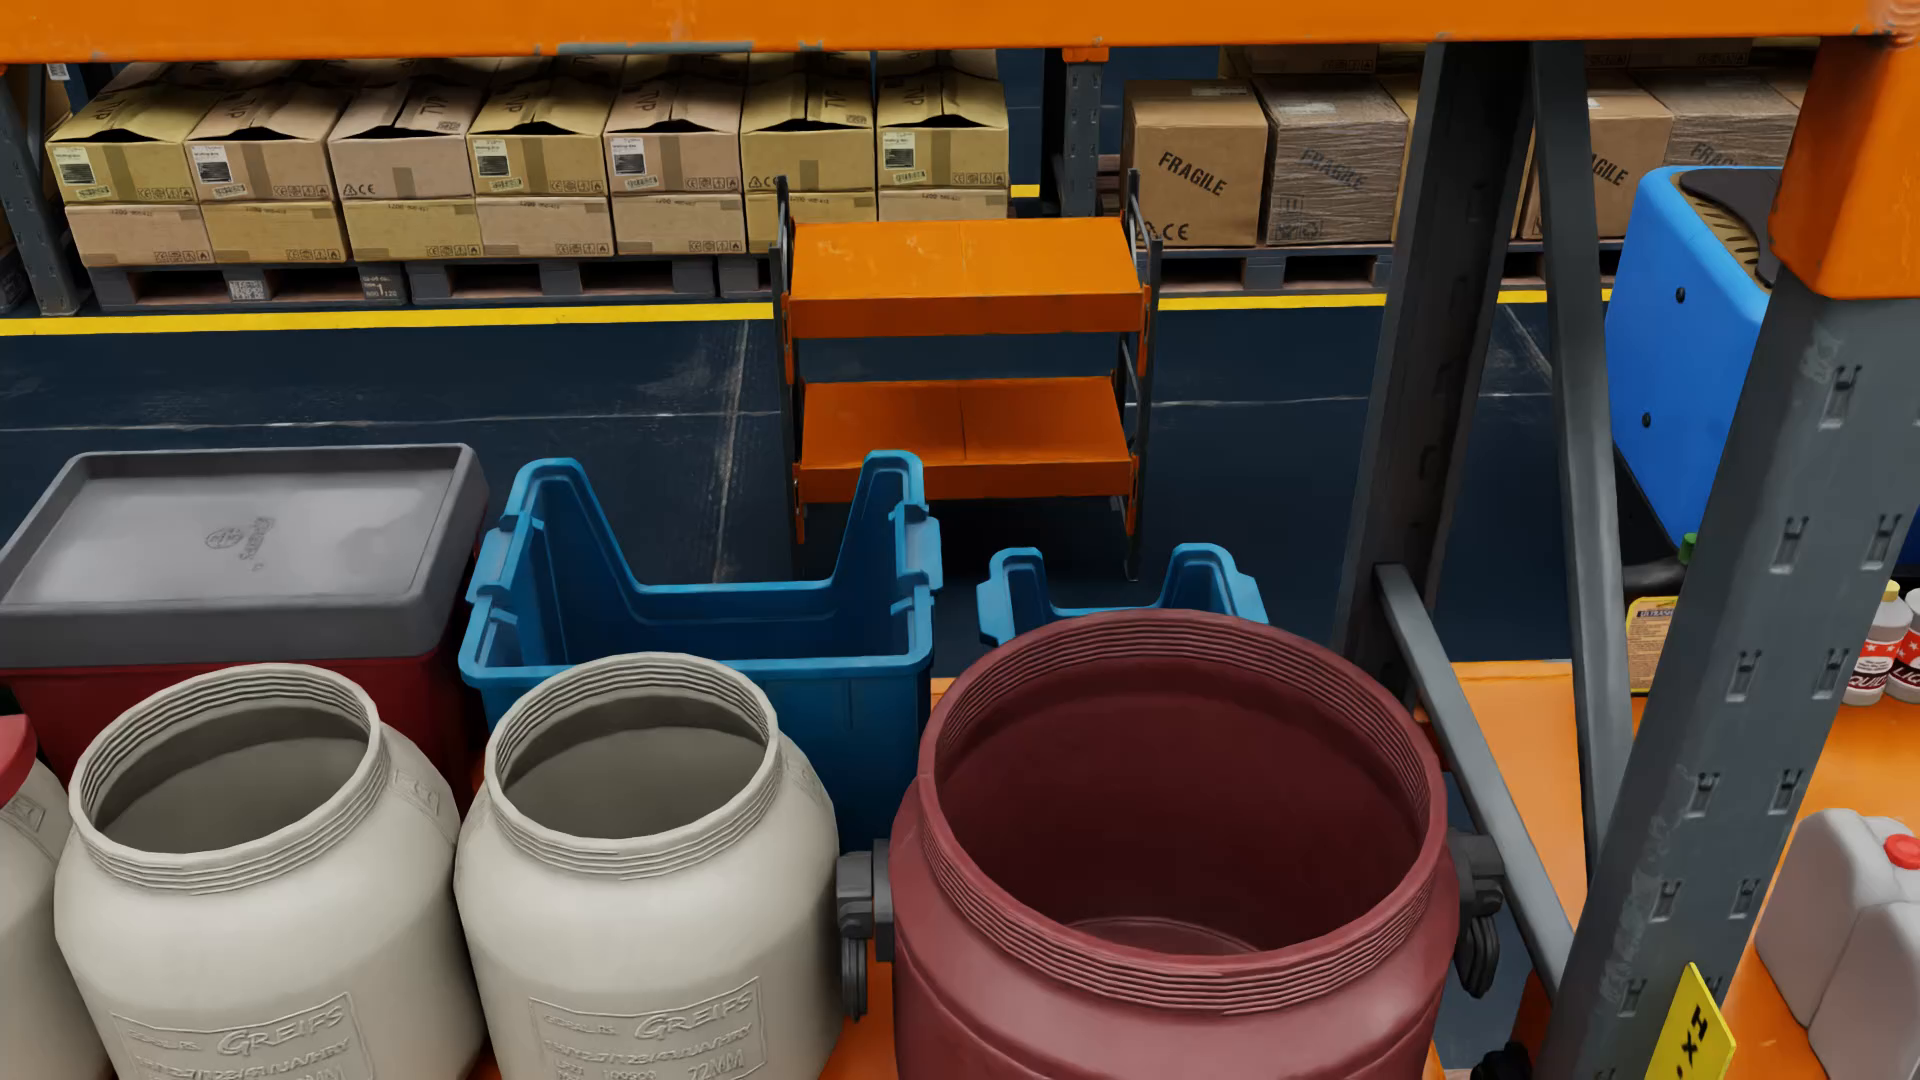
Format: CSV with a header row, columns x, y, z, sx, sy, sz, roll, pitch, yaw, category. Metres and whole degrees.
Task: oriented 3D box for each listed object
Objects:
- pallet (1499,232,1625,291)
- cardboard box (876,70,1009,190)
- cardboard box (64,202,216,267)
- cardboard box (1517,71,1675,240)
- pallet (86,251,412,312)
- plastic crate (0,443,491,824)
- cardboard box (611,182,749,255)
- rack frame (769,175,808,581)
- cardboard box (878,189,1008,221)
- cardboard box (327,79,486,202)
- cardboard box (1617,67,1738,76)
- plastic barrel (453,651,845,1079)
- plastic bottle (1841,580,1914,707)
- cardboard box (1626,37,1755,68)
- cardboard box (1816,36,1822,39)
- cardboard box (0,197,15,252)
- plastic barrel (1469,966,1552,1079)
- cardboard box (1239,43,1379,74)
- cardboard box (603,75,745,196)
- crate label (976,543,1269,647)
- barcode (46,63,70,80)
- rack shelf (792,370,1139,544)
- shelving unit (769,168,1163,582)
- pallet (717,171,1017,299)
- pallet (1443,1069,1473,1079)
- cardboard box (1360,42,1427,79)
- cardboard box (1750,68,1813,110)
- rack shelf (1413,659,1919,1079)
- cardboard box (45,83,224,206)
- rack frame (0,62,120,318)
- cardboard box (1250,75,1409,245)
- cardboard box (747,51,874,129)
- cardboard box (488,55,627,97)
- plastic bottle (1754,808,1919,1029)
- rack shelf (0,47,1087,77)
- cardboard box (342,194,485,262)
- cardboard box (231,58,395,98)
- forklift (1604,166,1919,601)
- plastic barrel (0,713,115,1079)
x,y,z,sx,sy,sz,roll,pitch,yaw,category
2.405,-1.378,7.056,1.213,0.211,1.003,-2,35,-2,pallet
-0.070,-1.613,6.500,0.500,0.311,0.500,-1,35,-1,cardboard box
-3.139,-1.299,6.538,0.500,0.250,0.500,-2,35,-3,cardboard box
2.455,-1.543,6.653,0.500,0.500,0.500,-3,35,-4,cardboard box
-2.820,-1.282,6.917,1.213,0.211,1.003,-2,35,-2,pallet
-0.956,0.164,2.321,0.583,0.464,0.402,-2,35,-2,plastic crate
-1.090,-1.356,6.621,0.500,0.250,0.500,-1,35,-1,cardboard box
-0.501,-0.449,4.910,0.032,1.125,0.500,-2,35,-2,rack frame
-0.073,-1.384,6.661,0.500,0.250,0.500,-1,35,-1,cardboard box
-2.112,-1.554,6.414,0.500,0.311,0.500,-3,35,-4,cardboard box
2.910,-1.851,7.099,0.500,0.500,0.500,-1,35,-2,cardboard box
-0.345,0.424,1.903,0.421,0.512,0.421,0,35,0,plastic barrel
1.403,0.150,2.571,0.097,0.201,0.097,0,35,0,plastic bottle
2.943,-2.162,6.890,0.500,0.250,0.500,-1,35,-2,cardboard box
3.942,-1.881,7.142,0.500,0.500,0.500,-3,35,-4,cardboard box
-4.007,-1.292,6.529,0.500,0.250,0.500,-2,35,-2,cardboard box
1.160,1.018,2.681,0.708,0.830,0.600,-2,35,-2,plastic barrel
1.421,-2.119,6.827,0.500,0.250,0.500,0,35,0,cardboard box
-1.093,-1.584,6.457,0.500,0.311,0.500,-2,35,-3,cardboard box
0.234,0.188,2.489,0.416,0.233,0.303,-2,35,-2,crate label
-3.279,-1.705,6.044,0.075,0.075,0.001,-2,35,-2,barcode
0.007,-0.262,5.069,1.000,0.278,0.538,-2,35,-2,rack shelf
0.007,-0.463,4.930,1.048,1.125,0.538,-2,35,-2,shelving unit
-0.383,-1.348,7.012,1.213,0.211,1.003,-2,35,-2,pallet
1.458,1.423,3.009,1.213,0.211,1.003,-2,35,-2,pallet
1.881,-1.820,7.054,0.500,0.500,0.500,-3,35,-4,cardboard box
3.463,-1.571,6.694,0.500,0.500,0.500,-1,35,-2,cardboard box
2.670,0.563,2.433,4.000,0.370,1.077,-2,35,-2,rack shelf
-3.129,-1.529,6.378,0.500,0.311,0.500,-1,35,-2,cardboard box
-3.554,-2.387,6.063,0.127,3.000,1.000,-2,35,-2,rack frame
1.432,-1.515,6.613,0.500,0.500,0.500,-3,35,-4,cardboard box
-0.620,-1.901,6.916,0.500,0.311,0.500,-2,35,-3,cardboard box
-1.643,-1.875,6.877,0.500,0.311,0.500,-2,35,-3,cardboard box
1.113,0.458,2.062,0.135,0.276,0.152,-2,35,-2,plastic bottle
-1.556,-2.145,6.346,4.000,0.370,1.077,-2,35,-2,rack shelf
-2.112,-1.328,6.580,0.500,0.250,0.500,-3,35,-4,cardboard box
-2.644,-1.851,6.843,0.500,0.311,0.500,-1,35,-1,cardboard box
3.523,-1.159,4.349,3.031,2.935,1.130,1,35,1,forklift
-1.192,0.440,1.858,0.433,0.535,0.433,0,35,0,plastic barrel
